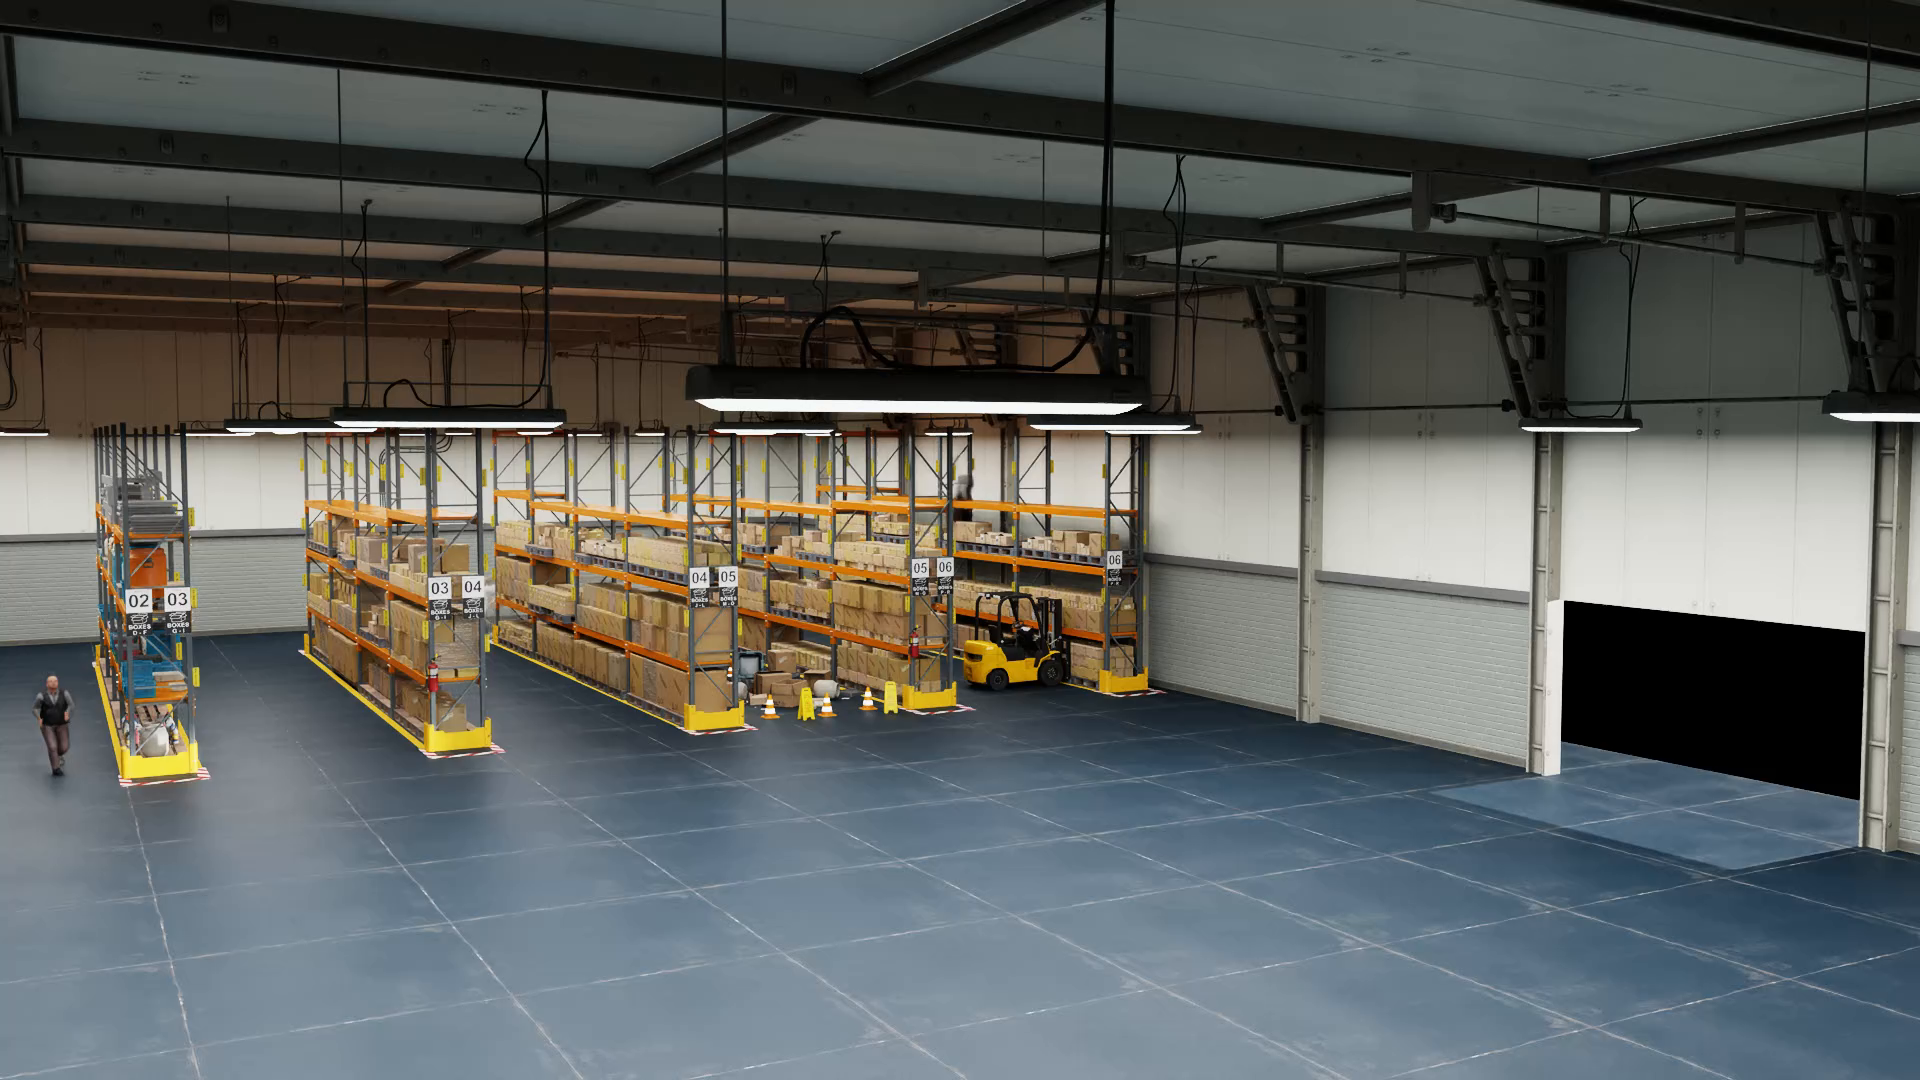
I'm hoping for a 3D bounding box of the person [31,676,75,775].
[{"bbox_3d":[-15.485,3.160,28.418,0.652,1.680,0.640,-2,4,-35],"label":"person"}]

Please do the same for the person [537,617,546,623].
[{"bbox_3d":[-12.271,1.994,48.395,0.773,1.635,0.639,2,4,26],"label":"person"}]

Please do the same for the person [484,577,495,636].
[{"bbox_3d":[-13.662,1.965,47.536,1.006,1.708,0.797,-3,5,-42],"label":"person"}]
